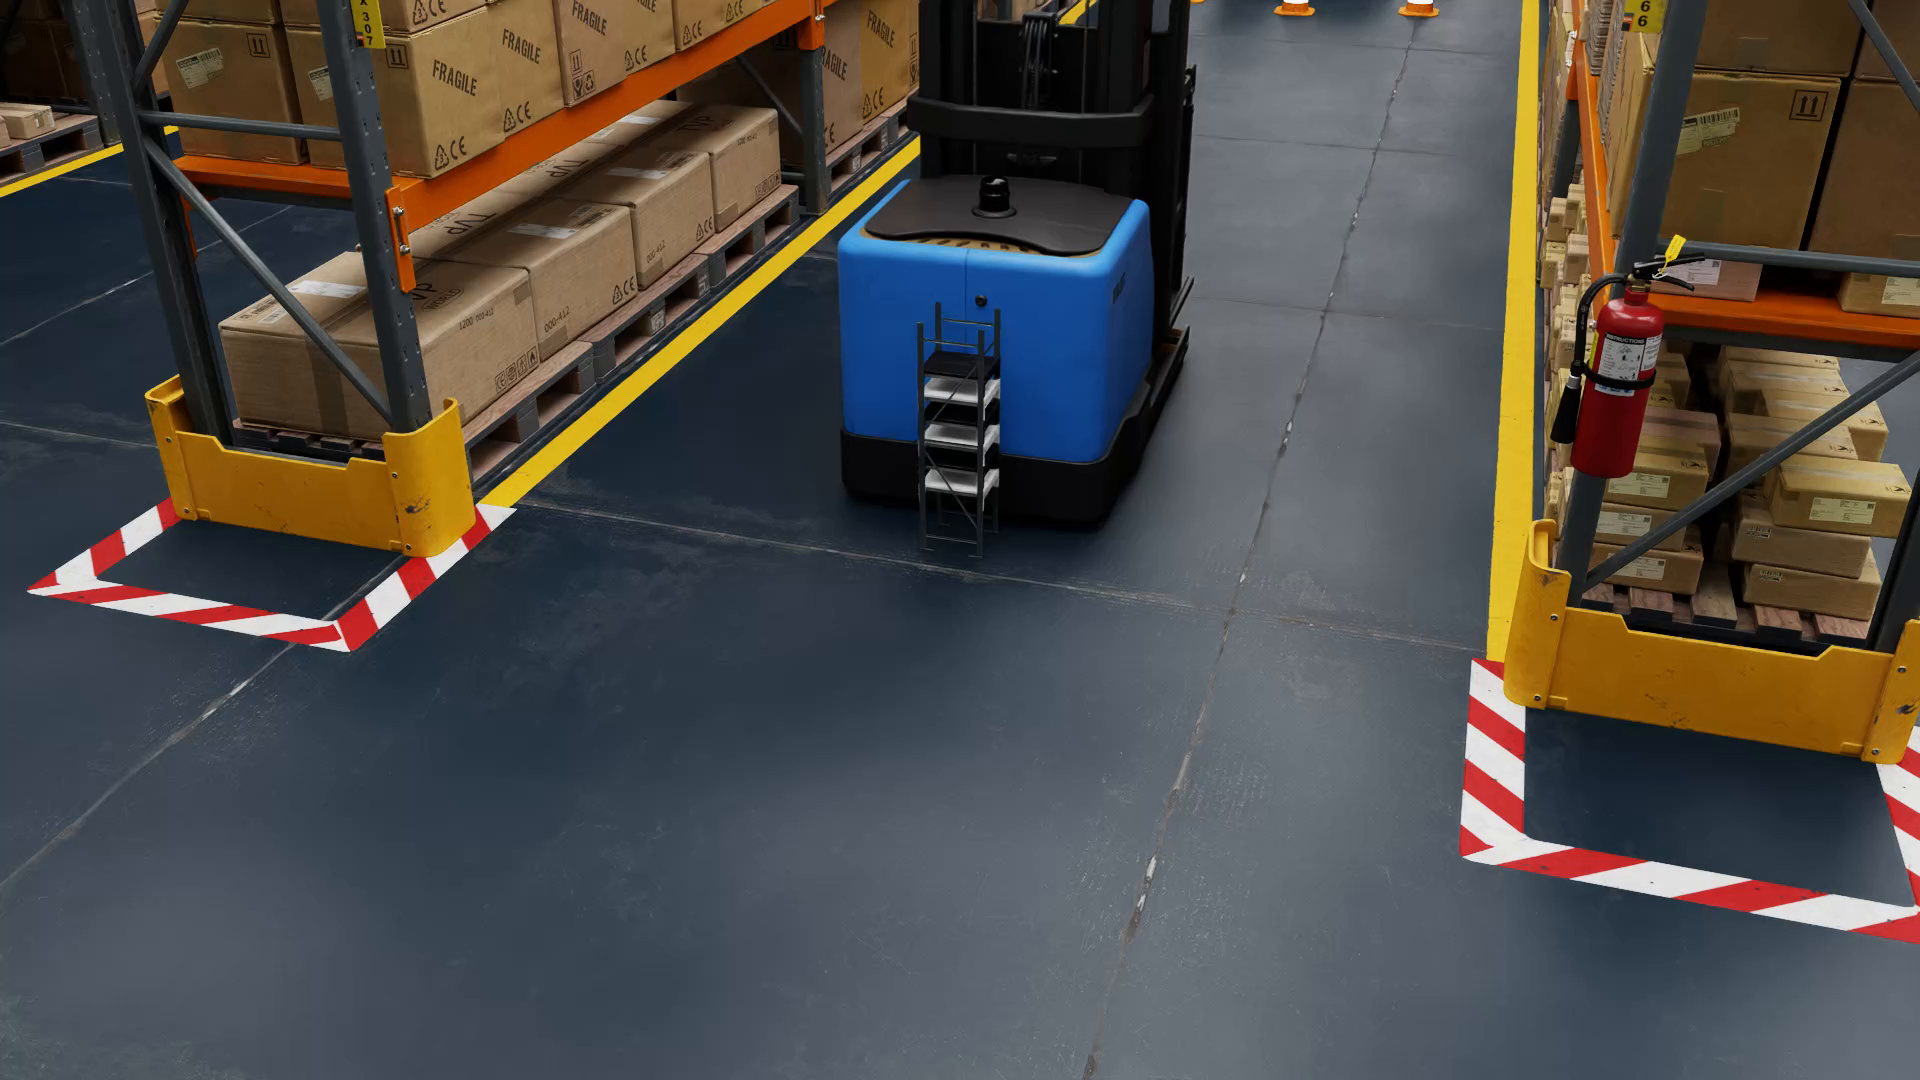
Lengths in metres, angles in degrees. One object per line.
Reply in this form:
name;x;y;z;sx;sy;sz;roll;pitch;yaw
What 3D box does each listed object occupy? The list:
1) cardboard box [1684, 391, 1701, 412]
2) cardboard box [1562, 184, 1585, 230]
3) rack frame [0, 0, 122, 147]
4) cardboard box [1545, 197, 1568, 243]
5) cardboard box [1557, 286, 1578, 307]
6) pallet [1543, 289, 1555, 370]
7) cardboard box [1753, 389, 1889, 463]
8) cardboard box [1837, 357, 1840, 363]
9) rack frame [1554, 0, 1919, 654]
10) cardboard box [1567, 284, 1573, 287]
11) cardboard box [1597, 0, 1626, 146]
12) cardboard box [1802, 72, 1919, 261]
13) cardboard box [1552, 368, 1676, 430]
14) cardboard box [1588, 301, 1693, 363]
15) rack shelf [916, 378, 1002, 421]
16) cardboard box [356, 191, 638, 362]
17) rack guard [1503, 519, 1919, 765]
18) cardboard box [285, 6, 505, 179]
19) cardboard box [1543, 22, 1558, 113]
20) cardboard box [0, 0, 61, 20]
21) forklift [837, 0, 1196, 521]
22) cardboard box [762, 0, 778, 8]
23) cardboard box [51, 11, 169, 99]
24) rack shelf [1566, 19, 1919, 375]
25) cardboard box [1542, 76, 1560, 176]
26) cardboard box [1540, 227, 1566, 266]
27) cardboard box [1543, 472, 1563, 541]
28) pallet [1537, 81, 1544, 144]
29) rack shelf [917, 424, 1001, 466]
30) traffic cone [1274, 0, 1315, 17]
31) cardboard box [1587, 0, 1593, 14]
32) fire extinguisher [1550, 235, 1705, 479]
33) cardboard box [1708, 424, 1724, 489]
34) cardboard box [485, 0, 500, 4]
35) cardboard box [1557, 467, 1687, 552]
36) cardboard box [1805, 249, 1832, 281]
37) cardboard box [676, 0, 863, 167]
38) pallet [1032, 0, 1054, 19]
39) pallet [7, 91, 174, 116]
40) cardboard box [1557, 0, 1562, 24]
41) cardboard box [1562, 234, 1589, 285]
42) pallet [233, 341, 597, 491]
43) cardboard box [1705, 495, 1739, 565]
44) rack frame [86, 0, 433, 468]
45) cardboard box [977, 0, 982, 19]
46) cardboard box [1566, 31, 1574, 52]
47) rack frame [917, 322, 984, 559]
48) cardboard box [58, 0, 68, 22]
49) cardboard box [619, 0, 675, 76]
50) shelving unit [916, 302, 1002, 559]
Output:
cardboard box;2.534;-0.456;6.180;0.380;0.149;0.250;8;30;14
cardboard box;3.061;-1.557;7.853;0.380;0.149;0.250;10;31;17
rack frame;-6.010;-3.976;10.311;1.000;3.000;0.127;8;30;15
cardboard box;3.085;-1.555;8.154;0.380;0.149;0.250;10;31;17
cardboard box;2.740;-0.948;7.063;0.380;0.149;0.250;8;30;14
pallet;3.334;-1.074;7.963;1.003;0.211;1.213;8;30;15
cardboard box;2.964;-0.388;5.750;0.380;0.149;0.250;8;30;15
cardboard box;3.169;-0.758;6.416;0.380;0.149;0.250;9;30;16
rack frame;2.323;-0.751;4.514;1.000;3.000;0.127;8;30;15
cardboard box;2.955;-1.052;7.557;0.380;0.149;0.250;8;30;14
cardboard box;2.505;-1.646;5.714;0.500;0.500;0.500;9;30;15
cardboard box;2.719;-1.094;4.722;0.500;0.500;0.500;10;31;17
cardboard box;2.320;-0.478;5.912;0.380;0.149;0.250;8;30;14
cardboard box;2.665;-0.828;6.542;0.380;0.149;0.250;7;30;13
rack shelf;-0.002;-0.518;5.953;0.258;0.077;0.200;8;30;15
cardboard box;-2.080;-1.222;7.564;0.875;0.438;0.875;9;30;16
rack guard;2.346;0.306;5.185;1.175;0.500;0.348;8;30;15
cardboard box;-2.023;-1.636;6.002;0.500;0.500;0.500;8;30;14
cardboard box;4.076;-3.033;10.756;0.500;0.500;0.500;9;30;15
cardboard box;-6.178;-3.562;11.040;0.380;0.149;0.250;7;30;13
forklift;0.437;-2.053;6.925;1.130;2.935;3.031;8;30;14
cardboard box;-1.156;-3.061;8.564;0.500;0.500;0.500;9;30;15
cardboard box;-5.653;-3.259;11.163;0.500;0.500;0.500;10;31;17
rack shelf;2.910;-1.366;6.360;1.077;0.370;4.000;8;30;15
cardboard box;3.625;-2.319;9.473;0.500;0.500;0.500;8;30;14
cardboard box;3.083;-1.424;8.225;0.380;0.149;0.250;7;30;13
cardboard box;2.257;-0.097;5.839;0.380;0.149;0.250;9;30;16
pallet;4.441;-2.887;11.223;1.003;0.211;1.213;8;30;15
rack shelf;-0.002;-0.360;6.041;0.258;0.077;0.200;8;30;15
traffic cone;2.929;-4.825;14.447;0.336;0.463;0.334;8;30;15
cardboard box;3.111;-2.589;7.410;0.500;0.500;0.500;8;30;14
fire extinguisher;1.808;-0.503;4.532;0.296;0.674;0.183;8;30;15
cardboard box;2.844;-0.271;5.846;0.380;0.149;0.250;9;30;16
cardboard box;-1.880;-2.314;6.193;0.500;0.500;0.500;8;30;14
cardboard box;2.205;-0.105;5.547;0.380;0.149;0.250;8;30;14
cardboard box;2.767;-0.869;4.985;0.380;0.149;0.250;10;30;17
cardboard box;-1.159;-2.824;9.994;0.875;0.875;0.875;9;30;16
pallet;0.141;-4.272;13.713;1.003;0.211;1.213;8;30;15
pallet;-5.808;-3.140;11.678;1.003;0.211;1.213;8;30;15
cardboard box;4.089;-3.366;10.583;0.500;0.250;0.500;8;30;14
cardboard box;2.826;-1.202;7.213;0.380;0.149;0.250;9;30;16
pallet;-2.278;-0.574;7.065;1.003;0.211;1.213;8;30;15
cardboard box;2.782;-0.020;5.700;0.380;0.149;0.250;8;30;15
rack frame;-2.438;-1.410;5.699;1.000;3.000;0.127;8;30;15
cardboard box;-0.372;-4.074;12.241;0.875;0.875;0.875;8;30;14
cardboard box;3.638;-2.648;9.292;0.500;0.250;0.500;10;31;17
rack frame;-0.032;-0.342;5.940;0.240;0.900;0.006;8;30;15
cardboard box;-5.651;-3.479;10.890;0.380;0.149;0.250;10;31;17
cardboard box;-1.604;-2.344;7.275;0.500;0.500;0.500;10;30;17
shelving unit;-0.002;-0.389;6.024;0.258;0.900;0.210;8;30;15
